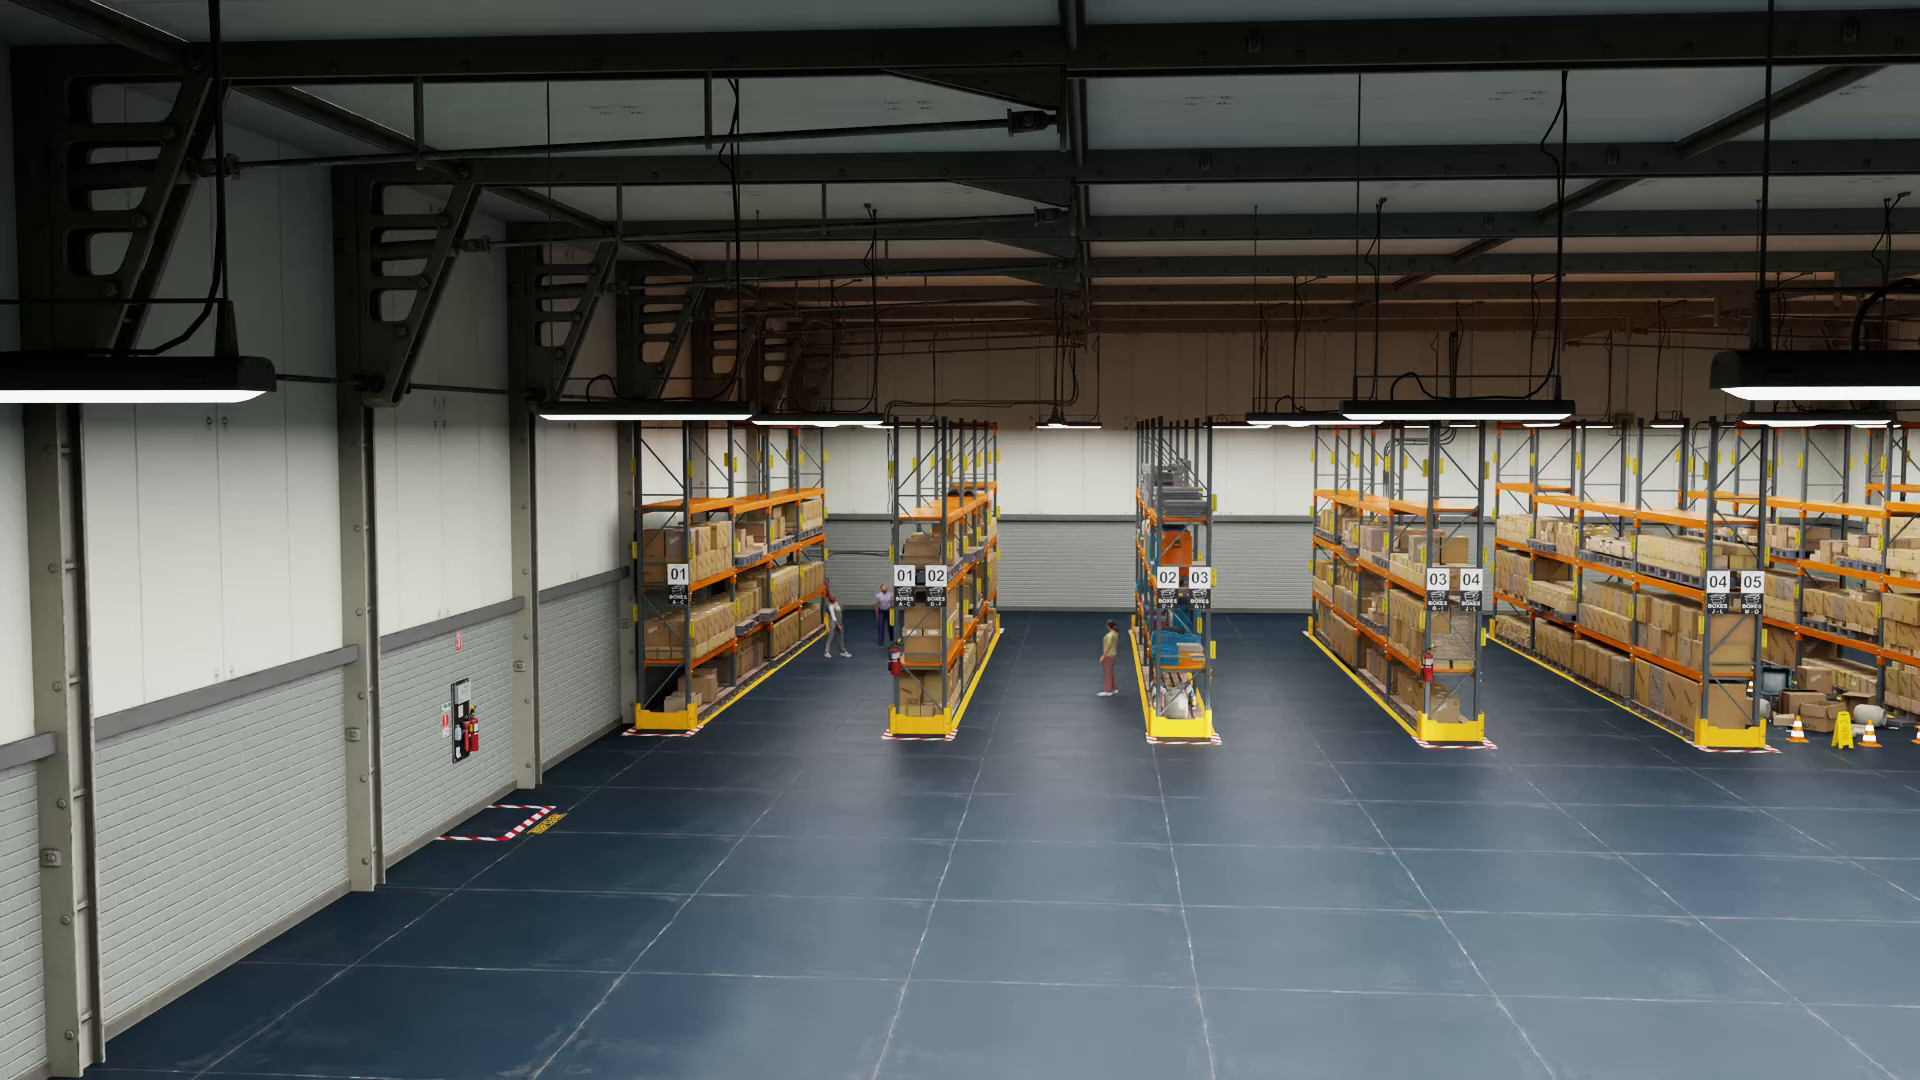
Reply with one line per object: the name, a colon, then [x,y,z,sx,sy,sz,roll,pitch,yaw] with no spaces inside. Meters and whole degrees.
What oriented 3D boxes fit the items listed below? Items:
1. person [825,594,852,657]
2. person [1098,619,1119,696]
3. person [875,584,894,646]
person: [-3.048,2.112,41.100,0.541,1.589,0.585,2,4,26]
person: [3.244,2.561,36.044,0.439,1.721,0.541,1,4,14]
person: [-1.929,1.936,43.449,0.601,1.582,0.985,0,4,4]
